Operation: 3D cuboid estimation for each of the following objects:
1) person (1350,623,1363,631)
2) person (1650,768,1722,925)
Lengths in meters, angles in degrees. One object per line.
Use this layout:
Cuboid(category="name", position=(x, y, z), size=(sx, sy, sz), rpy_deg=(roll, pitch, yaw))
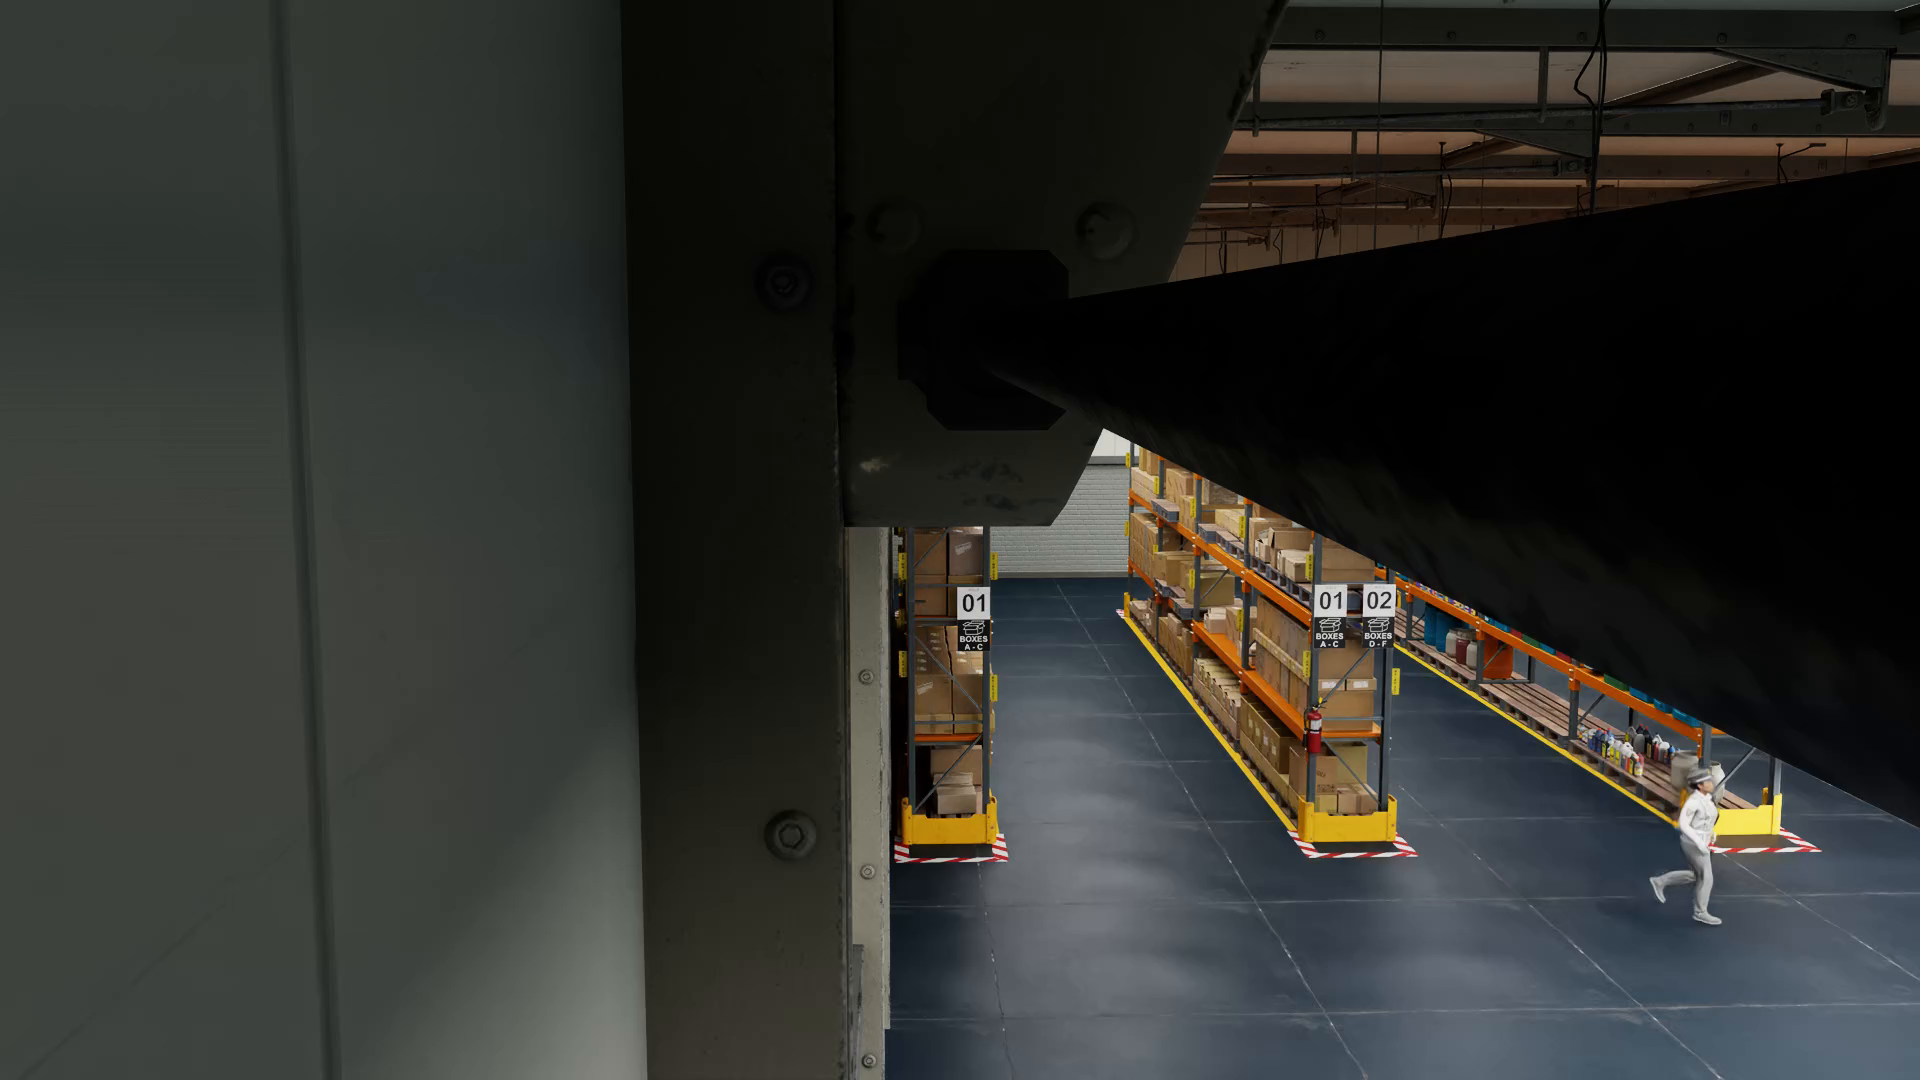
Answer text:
Cuboid(category="person", position=(7.091, 1.732, 29.720), size=(0.572, 1.612, 0.617), rpy_deg=(-2, 8, -14))
Cuboid(category="person", position=(7.775, 3.234, 17.760), size=(0.746, 1.686, 0.552), rpy_deg=(5, 9, 34))
